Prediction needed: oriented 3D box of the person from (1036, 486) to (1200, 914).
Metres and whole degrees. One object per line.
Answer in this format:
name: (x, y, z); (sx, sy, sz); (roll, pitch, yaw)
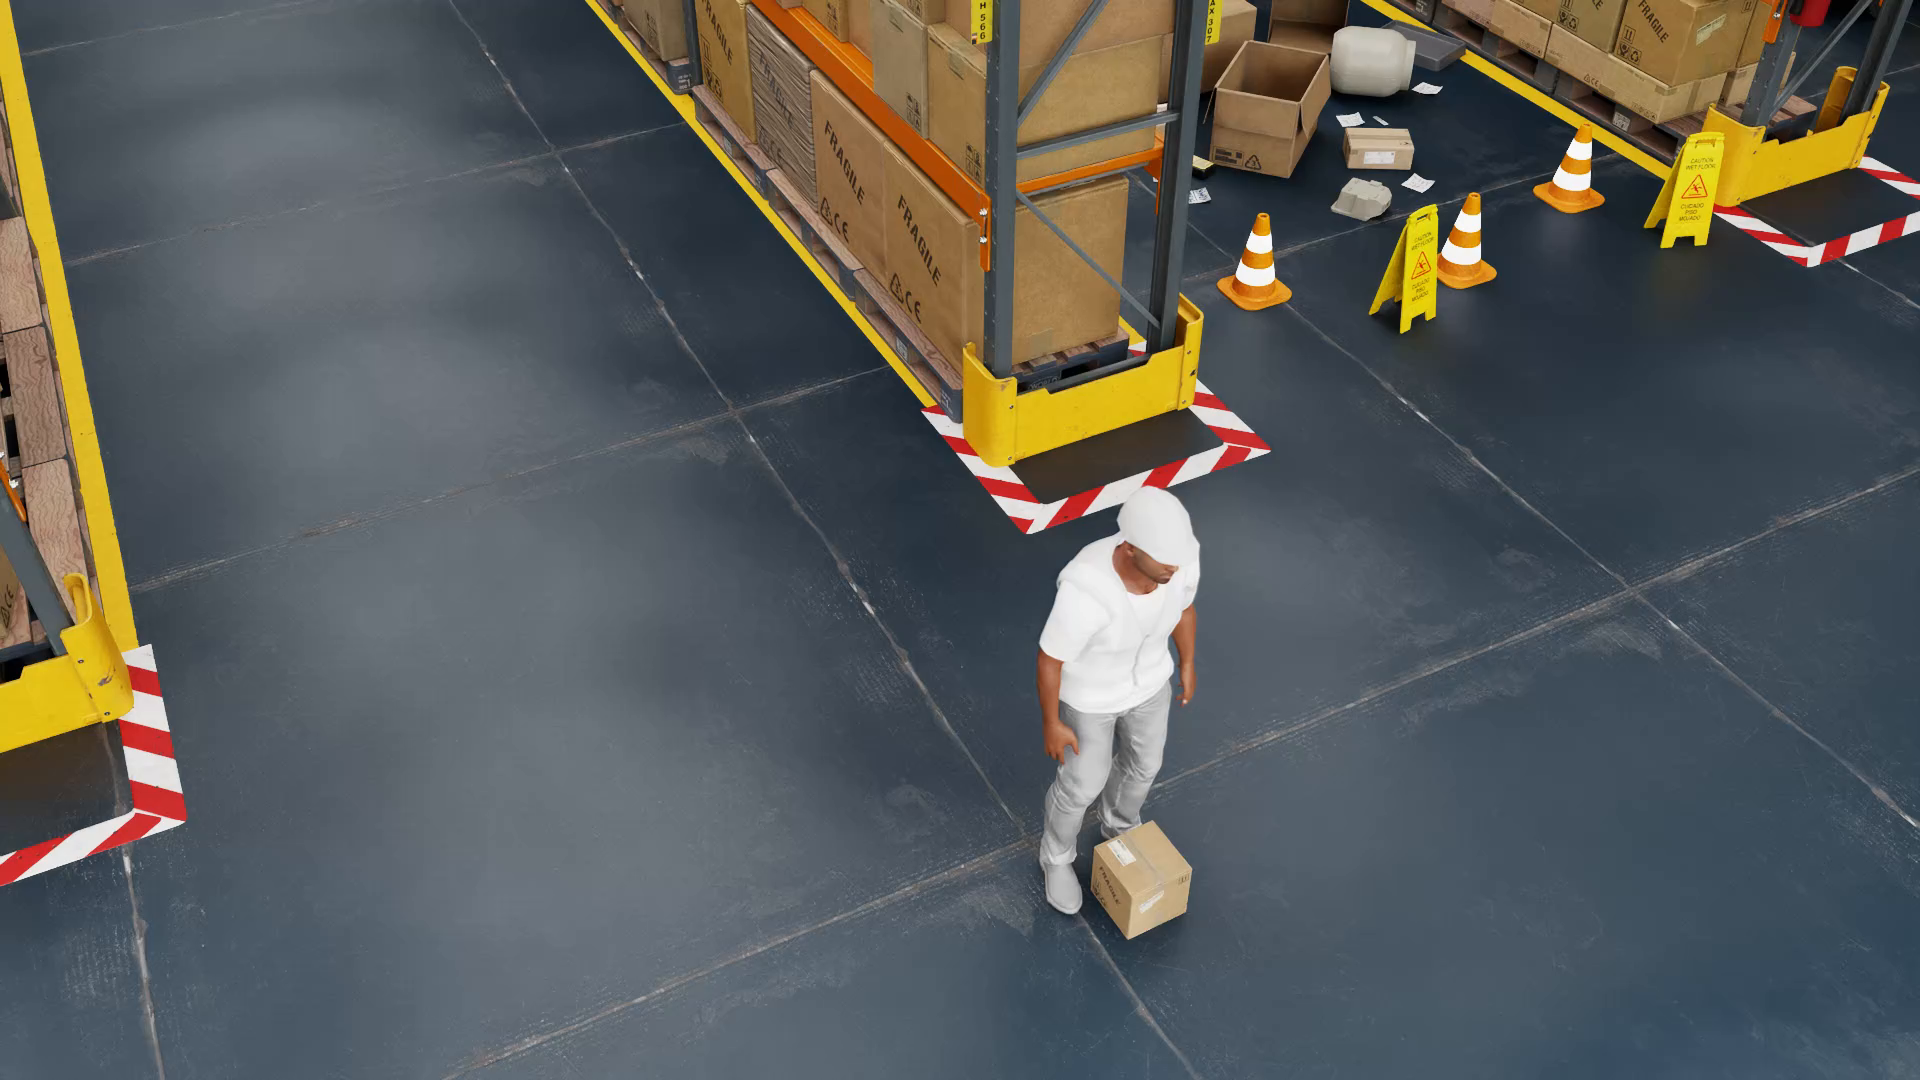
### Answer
person: (0.538, 0.507, 5.563); (0.634, 1.759, 0.458); (-22, 45, -23)
